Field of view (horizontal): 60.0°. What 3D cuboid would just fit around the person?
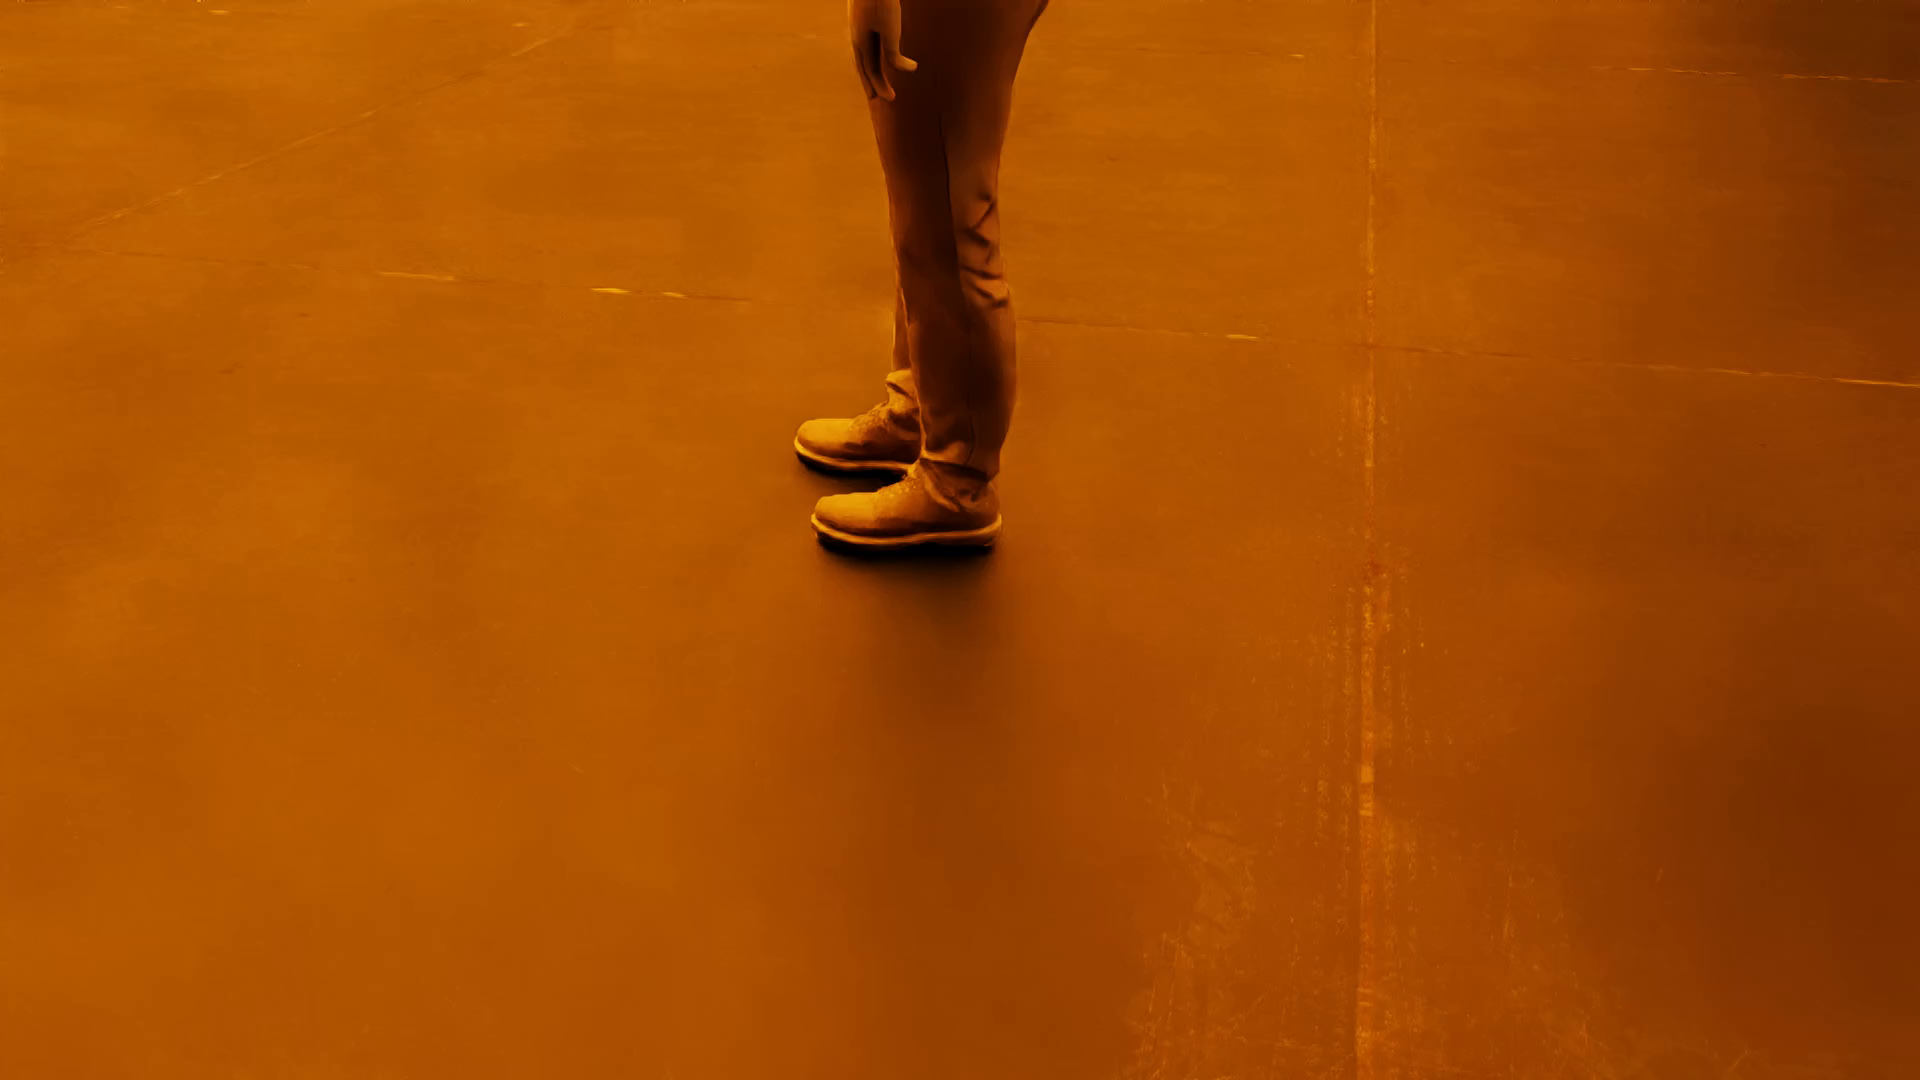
[{"bbox_3d":[-0.065,-0.773,2.134,0.533,1.695,0.586,6,27,11],"label":"person"}]
